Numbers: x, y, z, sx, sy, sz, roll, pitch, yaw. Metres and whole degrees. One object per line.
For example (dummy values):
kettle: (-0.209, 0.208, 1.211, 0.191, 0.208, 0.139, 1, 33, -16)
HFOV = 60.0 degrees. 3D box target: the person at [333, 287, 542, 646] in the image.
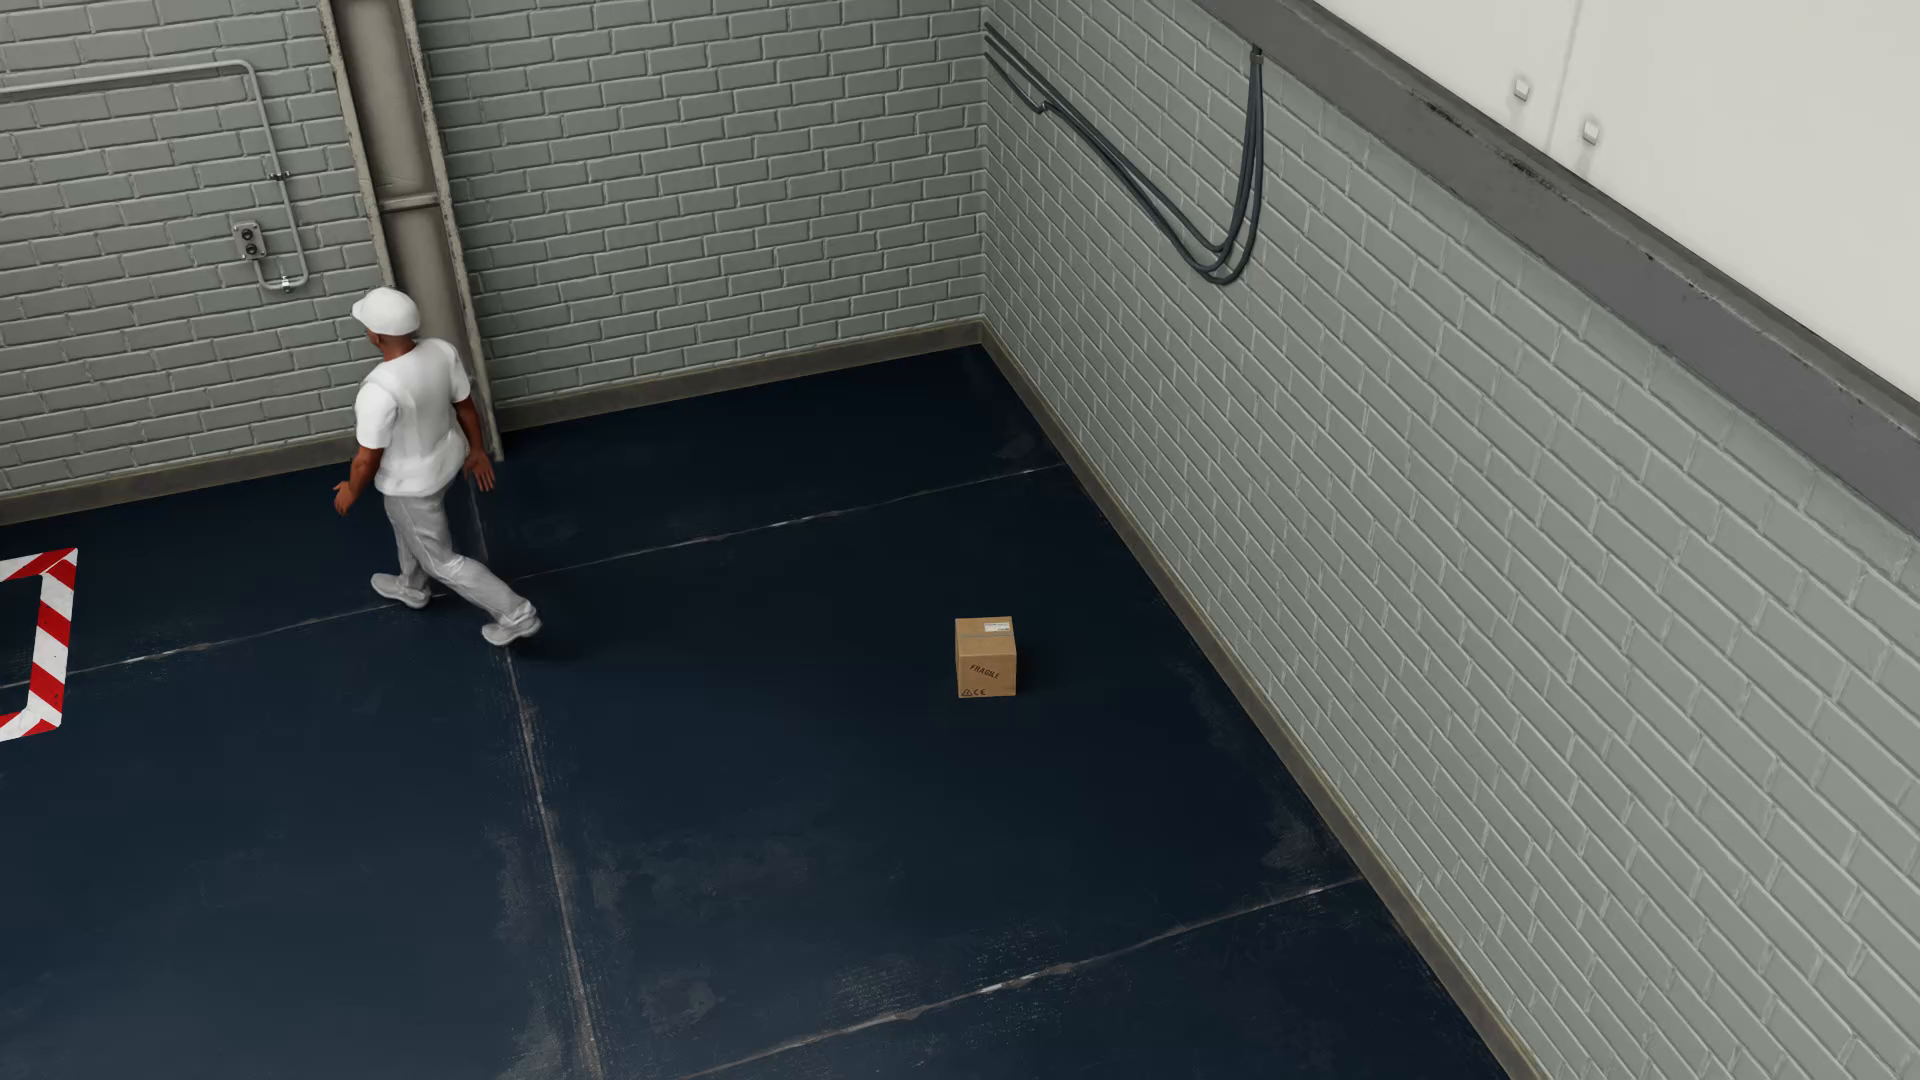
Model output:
person: (-2.317, -0.298, 7.148, 1.006, 1.727, 0.577, 10, 39, 13)
